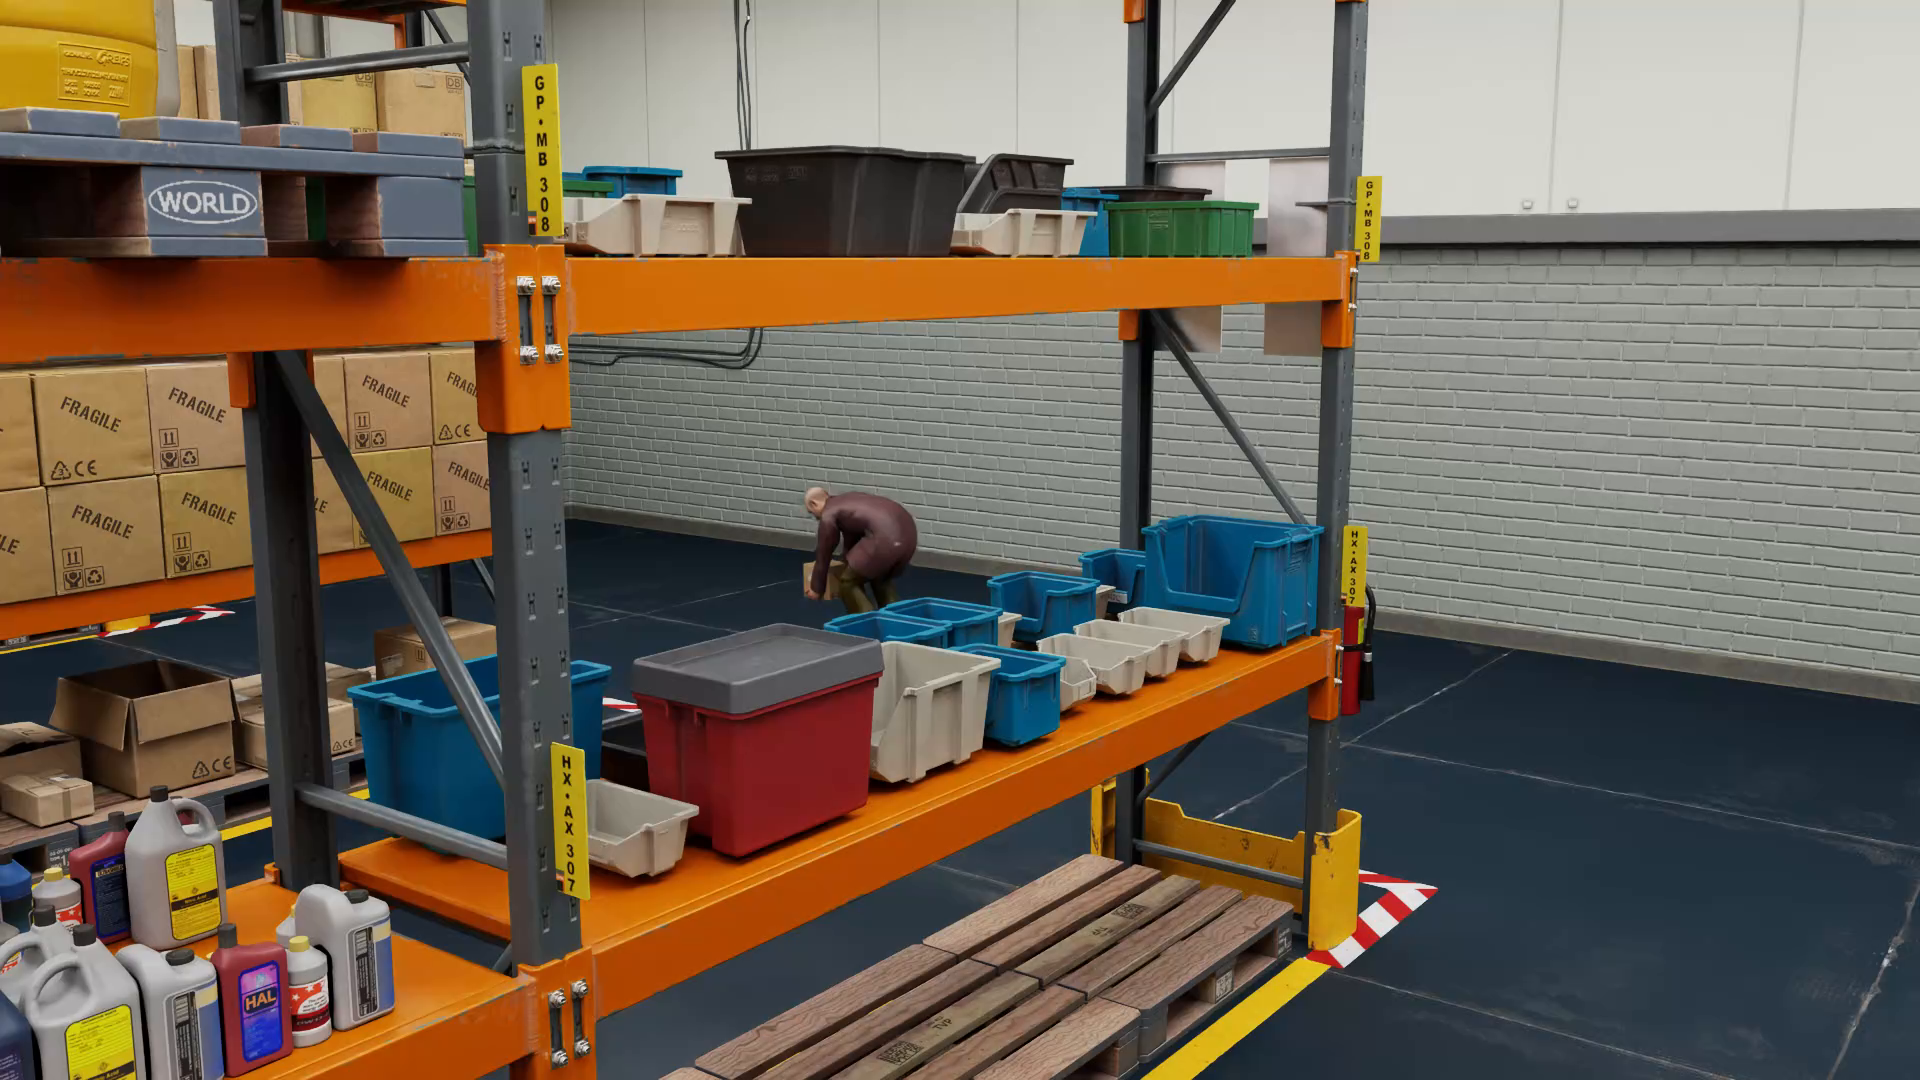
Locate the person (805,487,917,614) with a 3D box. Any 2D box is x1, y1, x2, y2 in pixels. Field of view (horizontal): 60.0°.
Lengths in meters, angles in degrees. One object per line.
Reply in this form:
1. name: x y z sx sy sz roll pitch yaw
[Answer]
1. person: -0.742 0.200 12.165 0.937 1.138 0.586 6 12 33
